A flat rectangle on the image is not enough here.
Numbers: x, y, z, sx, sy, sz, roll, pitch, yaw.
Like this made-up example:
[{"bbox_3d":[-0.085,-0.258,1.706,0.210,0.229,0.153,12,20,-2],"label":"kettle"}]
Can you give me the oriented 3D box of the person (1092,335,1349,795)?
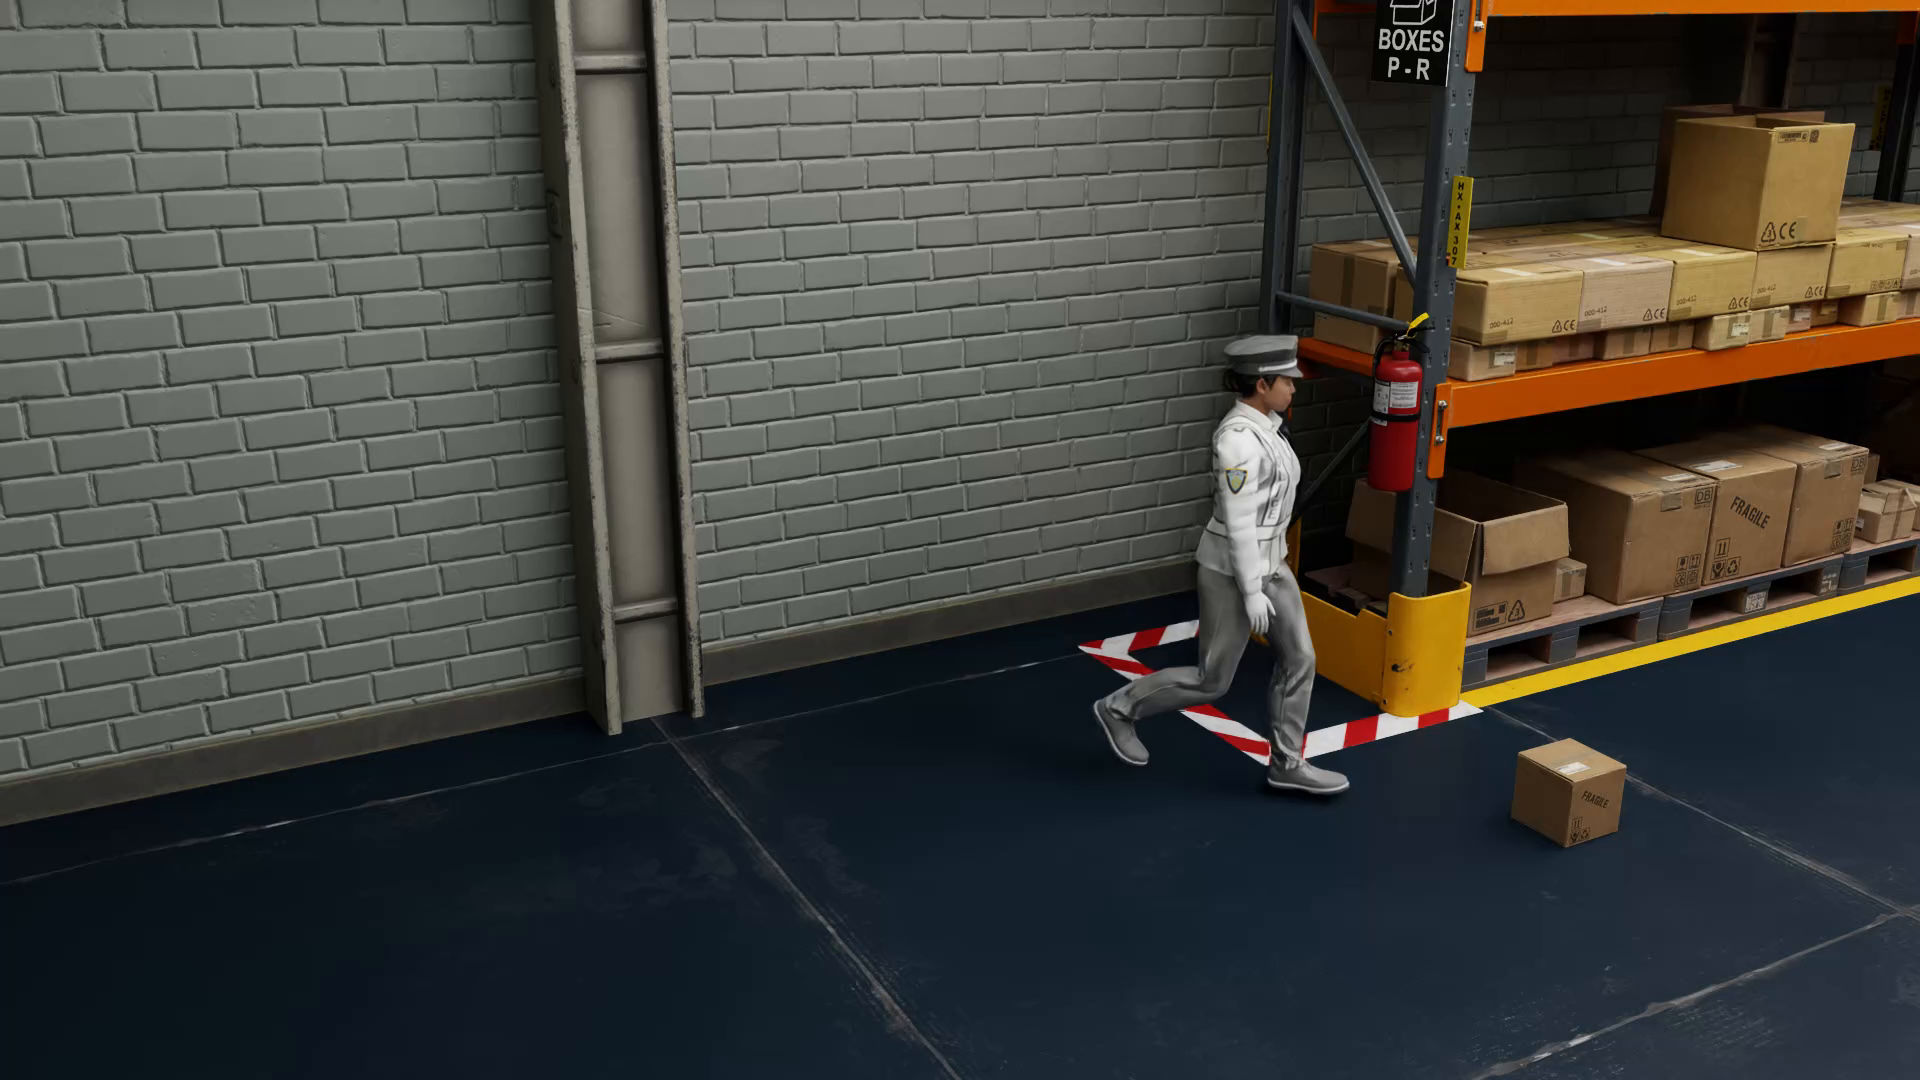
[{"bbox_3d":[14.097,-2.231,6.045,23.820,5.839,13.588,9,20,24],"label":"person"}]
